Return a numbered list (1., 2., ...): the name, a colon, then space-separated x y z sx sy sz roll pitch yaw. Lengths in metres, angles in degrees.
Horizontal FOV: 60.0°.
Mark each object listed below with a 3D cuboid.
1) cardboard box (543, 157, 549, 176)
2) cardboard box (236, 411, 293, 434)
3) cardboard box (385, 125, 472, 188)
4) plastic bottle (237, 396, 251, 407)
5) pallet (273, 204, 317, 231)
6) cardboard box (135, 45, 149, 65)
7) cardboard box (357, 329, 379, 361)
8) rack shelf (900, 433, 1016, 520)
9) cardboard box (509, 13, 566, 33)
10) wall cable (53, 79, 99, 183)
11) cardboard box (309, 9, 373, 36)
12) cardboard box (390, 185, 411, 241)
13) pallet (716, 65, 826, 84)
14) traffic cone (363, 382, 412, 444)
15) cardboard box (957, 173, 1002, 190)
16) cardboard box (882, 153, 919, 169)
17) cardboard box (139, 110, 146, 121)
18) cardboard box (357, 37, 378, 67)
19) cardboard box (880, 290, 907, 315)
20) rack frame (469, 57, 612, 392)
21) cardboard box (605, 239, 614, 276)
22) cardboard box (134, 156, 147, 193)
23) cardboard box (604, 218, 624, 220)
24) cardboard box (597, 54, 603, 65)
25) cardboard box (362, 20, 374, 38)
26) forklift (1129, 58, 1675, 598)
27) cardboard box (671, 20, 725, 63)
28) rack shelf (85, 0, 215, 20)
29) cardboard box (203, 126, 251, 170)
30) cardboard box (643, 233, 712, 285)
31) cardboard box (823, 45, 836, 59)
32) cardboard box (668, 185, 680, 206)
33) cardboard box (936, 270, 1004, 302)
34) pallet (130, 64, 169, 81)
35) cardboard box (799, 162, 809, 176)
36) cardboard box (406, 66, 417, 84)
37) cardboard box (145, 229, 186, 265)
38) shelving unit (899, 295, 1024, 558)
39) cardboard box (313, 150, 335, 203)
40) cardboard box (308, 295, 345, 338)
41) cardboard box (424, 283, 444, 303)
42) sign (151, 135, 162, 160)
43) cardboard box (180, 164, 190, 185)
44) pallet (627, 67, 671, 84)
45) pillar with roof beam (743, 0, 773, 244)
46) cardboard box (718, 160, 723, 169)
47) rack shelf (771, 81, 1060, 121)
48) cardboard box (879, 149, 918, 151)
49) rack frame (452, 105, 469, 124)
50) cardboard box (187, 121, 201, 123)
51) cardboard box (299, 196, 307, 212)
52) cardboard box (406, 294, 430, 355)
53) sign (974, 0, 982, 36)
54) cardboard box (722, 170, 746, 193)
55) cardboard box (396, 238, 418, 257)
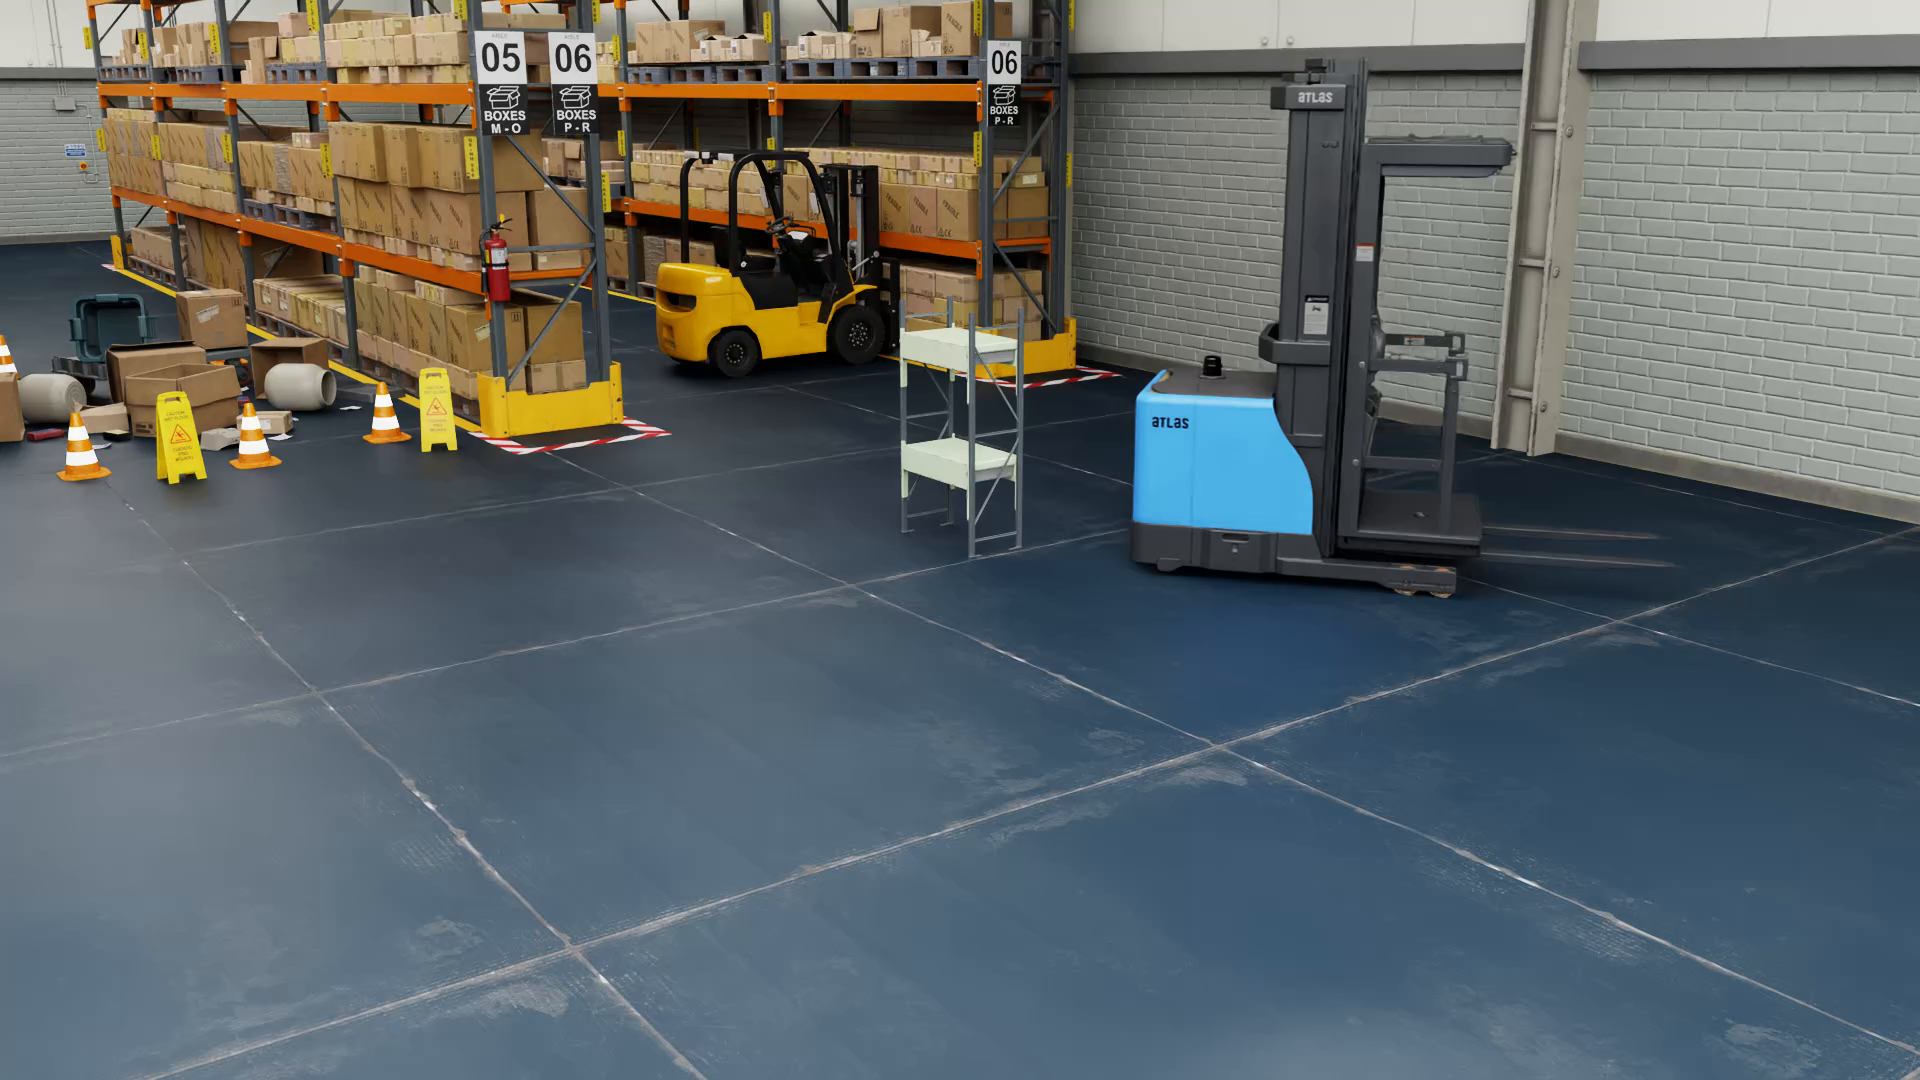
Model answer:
1. cardboard box: -5.928 -5.501 24.453 0.396 0.266 0.258 -10 18 -32
2. cardboard box: -5.796 -0.977 13.865 0.380 0.149 0.250 -2 15 -6
3. cardboard box: -4.543 -3.337 14.441 0.700 0.500 0.500 -11 19 -35
4. plastic bottle: -6.502 -1.256 15.050 0.133 0.061 0.283 -7 17 -25
5. pallet: -6.899 -3.585 18.357 1.003 0.211 1.213 -11 19 -35
6. cardboard box: -11.082 -6.668 22.844 0.396 0.266 0.258 -10 18 -33
7. cardboard box: -5.615 -1.949 16.427 0.500 0.250 0.500 -12 19 -37
8. rack shelf: 0.004 -0.408 10.459 0.431 0.370 0.720 -11 19 -35
9. cardboard box: -3.436 -4.204 13.537 0.380 0.149 0.250 -11 19 -35
10. wall cable: -16.134 -7.508 30.343 0.585 1.953 0.123 -11 19 -35
11. cardboard box: -6.188 -5.162 16.615 0.500 0.250 0.500 -10 18 -33
12. cardboard box: -4.799 -2.977 15.018 0.500 0.500 0.500 -11 19 -34
13. pallet: -2.260 -5.552 19.861 0.805 0.209 1.217 -12 19 -37
14. traffic cone: -4.688 -1.054 13.551 0.336 0.463 0.334 -11 19 -35
15. cardboard box: 0.191 -3.549 16.442 0.380 0.149 0.250 -11 19 -34
16. cardboard box: -0.592 -3.963 17.390 0.380 0.149 0.250 -10 18 -33
17. cardboard box: -11.432 -6.035 23.633 0.380 0.149 0.250 -11 19 -35
18. cardboard box: -5.112 -4.404 15.023 0.500 0.250 0.500 -11 19 -34
19. cardboard box: -0.525 -2.546 17.662 0.500 0.250 0.500 -11 19 -36
20. rack frame: -3.392 -2.386 13.612 1.000 3.000 0.127 -11 19 -35
21. cardboard box: -4.791 -4.028 23.550 0.500 0.500 0.500 -11 19 -35
22. cardboard box: -11.541 -5.270 23.960 0.500 0.500 0.500 -11 19 -35
23. cardboard box: -5.190 -4.726 24.872 0.380 0.149 0.250 -11 19 -34
24. cardboard box: -4.756 -6.589 22.815 0.380 0.149 0.250 -10 18 -33
25. cardboard box: -5.179 -4.618 15.051 0.380 0.149 0.250 -12 19 -36
26. forklift: 2.584 -1.243 9.565 3.031 2.935 1.130 4 16 15
27. cardboard box: -3.256 -6.202 20.696 0.500 0.500 0.500 -10 18 -33
28. rack shelf: -11.623 -7.729 23.890 1.077 0.370 4.000 -11 19 -35
29. cardboard box: -8.920 -4.803 20.359 0.500 0.500 0.500 -10 18 -34
30. cardboard box: -3.727 -3.787 22.435 0.875 0.625 0.625 -10 18 -33
31. cardboard box: -1.261 -5.281 17.997 0.380 0.149 0.250 -10 18 -33
32. cardboard box: -3.419 -4.443 21.413 0.500 0.250 0.500 -12 19 -36
33. cardboard box: 0.098 -2.566 16.788 0.500 0.250 0.500 -10 18 -33
34. pallet: -10.920 -6.529 23.234 1.003 0.211 1.213 -11 19 -35
35. cardboard box: -1.603 -4.209 18.853 0.380 0.149 0.250 -10 18 -33
36. cardboard box: -4.558 -4.022 14.384 0.380 0.149 0.250 -11 19 -36
37. cardboard box: -11.786 -4.450 25.210 0.875 0.438 0.875 -10 18 -33
38. shelving unit: 0.004 -0.722 10.373 0.431 1.500 0.755 -11 19 -35
39. cardboard box: -6.201 -3.697 16.855 0.500 0.500 0.500 -11 19 -36
40. cardboard box: -6.480 -2.440 17.991 0.950 0.372 0.625 -10 18 -31
41. cardboard box: -4.489 -2.190 14.658 0.380 0.149 0.250 -10 18 -34
42. sign: -10.896 -5.318 22.533 0.100 0.325 0.005 -11 19 -35
43. cardboard box: -9.812 -4.761 21.625 0.500 0.250 0.500 -11 19 -34
44. pallet: -3.611 -6.090 21.821 1.213 0.211 1.003 -10 18 -32
45. pillar with roof beam: -6.069 -6.952 18.932 9.100 9.000 0.400 -11 19 -35
46. cardboard box: -2.744 -4.625 20.374 0.380 0.149 0.250 -11 19 -36
47. rack shelf: -0.555 -4.684 17.689 1.077 0.370 4.000 -11 19 -35
48. cardboard box: -0.684 -4.278 18.543 0.380 0.149 0.250 -11 19 -35
49. rack frame: -8.787 -6.574 28.913 1.000 3.000 0.127 -11 19 -35
50. cardboard box: -10.532 -5.618 23.338 0.500 0.500 0.500 -11 19 -34
51. cardboard box: -6.744 -3.551 17.548 0.380 0.149 0.250 -11 19 -34
52. cardboard box: -4.674 -1.974 15.100 0.500 0.500 0.500 -11 19 -36
53. sign: 0.174 -4.912 15.630 0.100 0.325 0.005 -11 19 -35
54. cardboard box: -2.535 -4.354 20.140 0.500 0.250 0.500 -11 19 -36
55. cardboard box: -4.903 -2.678 15.154 0.380 0.149 0.250 -11 19 -35
